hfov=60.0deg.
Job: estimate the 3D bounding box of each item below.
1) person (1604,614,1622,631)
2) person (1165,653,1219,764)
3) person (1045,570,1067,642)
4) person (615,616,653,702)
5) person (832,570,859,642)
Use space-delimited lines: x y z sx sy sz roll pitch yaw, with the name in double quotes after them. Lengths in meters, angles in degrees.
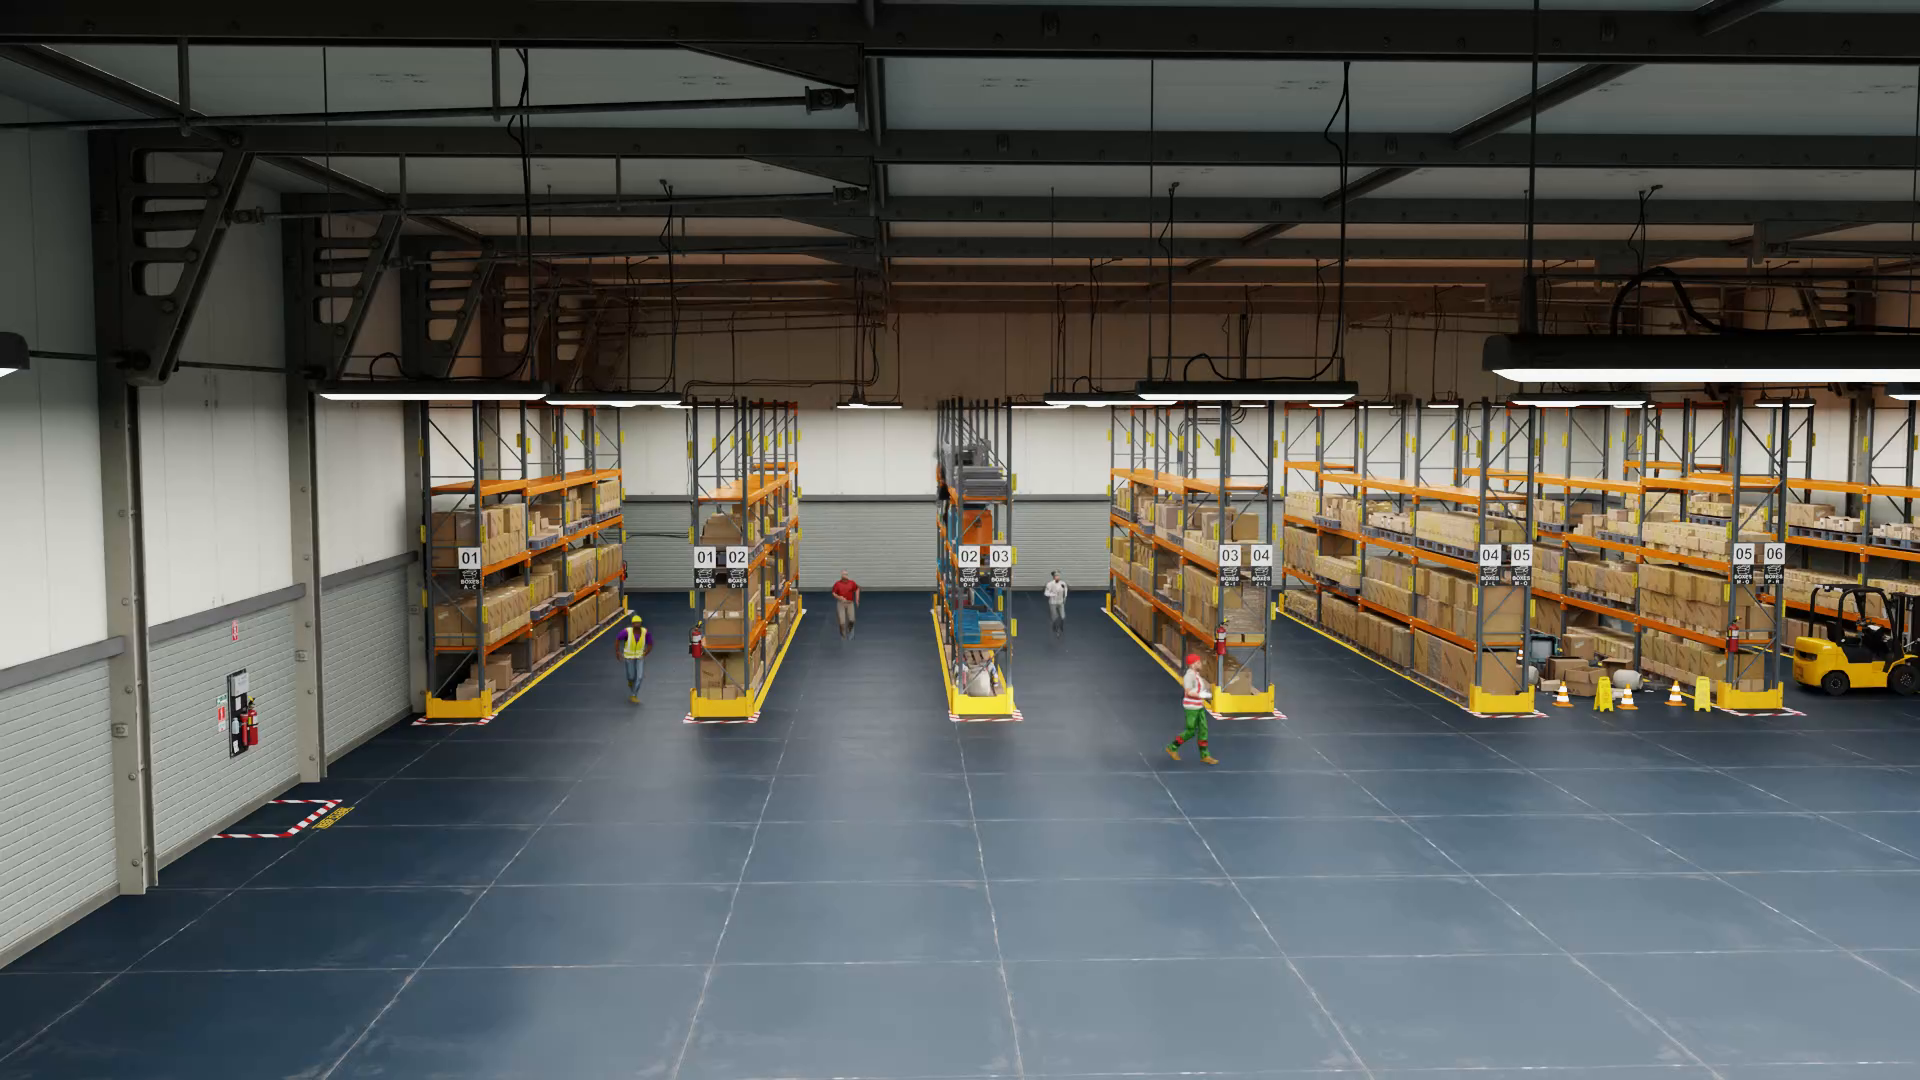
16.496 1.615 41.900 0.687 1.738 0.551 0 4 -2 "person"
3.775 2.727 26.968 0.865 1.784 0.673 2 5 21 "person"
2.337 1.586 40.274 0.597 1.739 0.717 -1 4 -7 "person"
-6.453 2.341 32.963 0.741 1.717 0.698 -1 5 -18 "person"
-2.683 1.566 39.351 0.674 1.697 0.581 -1 5 -12 "person"
